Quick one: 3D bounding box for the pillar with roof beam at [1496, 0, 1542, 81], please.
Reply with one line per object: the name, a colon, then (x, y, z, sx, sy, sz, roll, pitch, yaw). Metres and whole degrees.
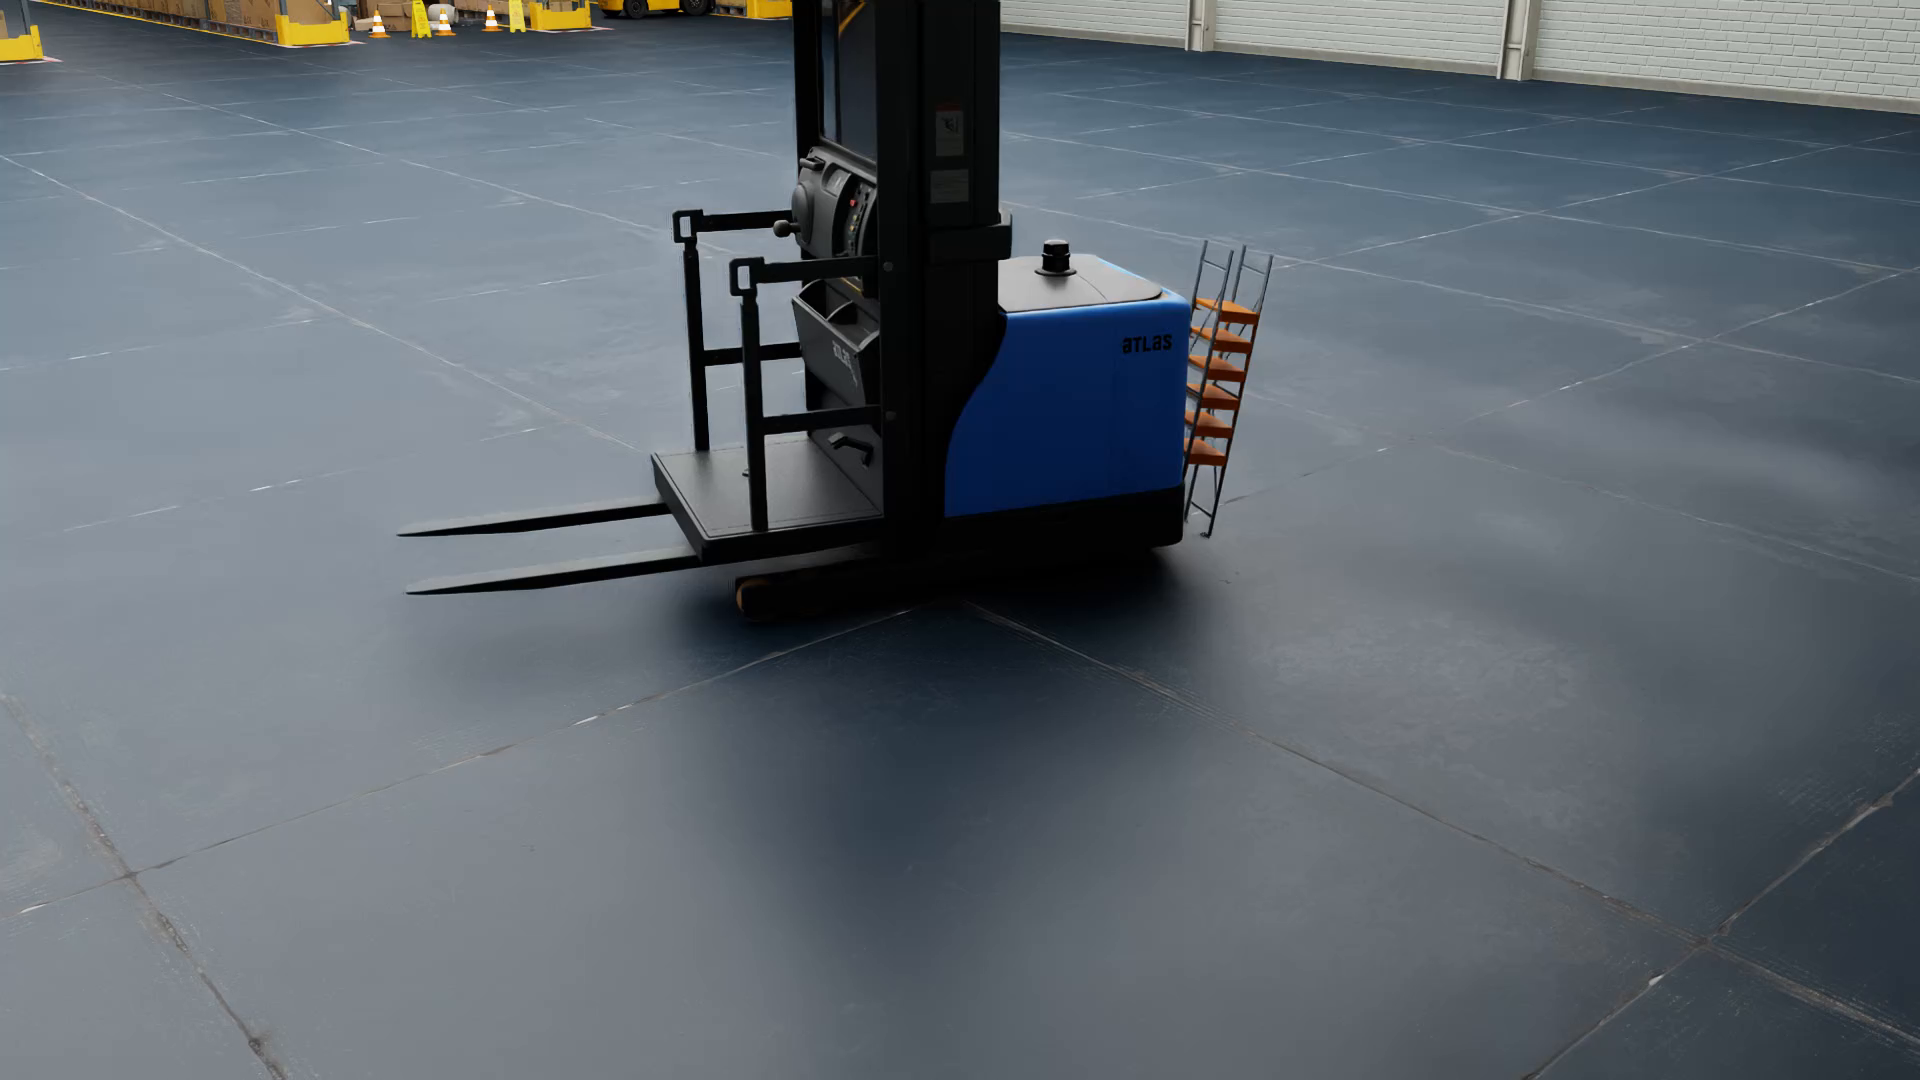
pillar with roof beam: (4.712, -9.798, 19.660, 9.100, 9.000, 0.400, -17, 27, -37)

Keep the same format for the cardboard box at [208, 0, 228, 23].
cardboard box: (-13.700, -10.327, 31.575, 0.875, 0.875, 0.875, -17, 27, -37)

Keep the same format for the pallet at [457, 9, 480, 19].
pallet: (-9.908, -11.042, 34.887, 1.003, 0.211, 1.213, -17, 27, -37)

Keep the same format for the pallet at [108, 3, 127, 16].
pallet: (-17.970, -11.671, 36.493, 1.003, 0.211, 1.213, -17, 27, -37)

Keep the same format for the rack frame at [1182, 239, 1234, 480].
rack frame: (0.942, -0.622, 6.862, 0.006, 1.200, 0.240, 3, 19, -22)

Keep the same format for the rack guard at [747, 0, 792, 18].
rack guard: (-3.989, -11.425, 35.467, 1.175, 0.500, 0.348, -17, 27, -37)

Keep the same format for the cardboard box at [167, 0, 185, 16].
cardboard box: (-15.158, -10.877, 33.150, 1.050, 0.750, 0.750, -17, 27, -37)

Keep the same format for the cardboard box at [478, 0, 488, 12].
cardboard box: (-9.488, -10.915, 33.933, 0.500, 0.250, 0.500, -18, 28, -38)

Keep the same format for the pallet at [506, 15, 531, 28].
pallet: (-8.316, -10.368, 33.166, 1.003, 0.211, 1.213, -17, 27, -37)

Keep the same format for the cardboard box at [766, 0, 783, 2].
cardboard box: (-4.177, -11.693, 35.919, 0.500, 0.250, 0.500, -17, 27, -37)

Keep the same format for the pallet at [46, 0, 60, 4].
pallet: (-21.337, -13.074, 40.076, 1.003, 0.211, 1.213, -17, 27, -37)

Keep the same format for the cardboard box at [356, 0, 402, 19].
cardboard box: (-11.444, -10.452, 32.794, 0.797, 0.637, 0.503, -17, 27, -37)

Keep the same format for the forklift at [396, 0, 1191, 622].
forklift: (-0.660, -1.275, 6.221, 3.031, 2.935, 1.130, -8, 23, -19)

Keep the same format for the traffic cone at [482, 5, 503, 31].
traffic cone: (-9.020, -10.043, 31.991, 0.336, 0.463, 0.334, -17, 27, -37)

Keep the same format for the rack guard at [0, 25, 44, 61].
rack guard: (-15.320, -7.910, 26.495, 1.175, 0.500, 0.348, -17, 27, -37)

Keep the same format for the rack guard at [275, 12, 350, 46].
rack guard: (-11.431, -9.036, 29.368, 1.175, 0.500, 0.348, -17, 27, -37)

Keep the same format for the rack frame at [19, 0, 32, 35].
rack frame: (-15.270, -9.053, 25.986, 1.000, 3.000, 0.127, -17, 27, -37)

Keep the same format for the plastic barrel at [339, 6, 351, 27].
plastic barrel: (-12.155, -10.163, 32.353, 0.512, 0.421, 0.421, 0, 21, -1)

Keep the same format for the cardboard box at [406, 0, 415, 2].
cardboard box: (-11.645, -12.023, 36.596, 0.950, 0.372, 0.625, -16, 27, -36)

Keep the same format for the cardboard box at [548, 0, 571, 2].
cardboard box: (-8.095, -10.972, 33.051, 0.500, 0.500, 0.500, -19, 28, -39)

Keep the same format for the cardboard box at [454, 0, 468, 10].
cardboard box: (-10.193, -11.206, 34.675, 0.500, 0.250, 0.500, -19, 28, -40)

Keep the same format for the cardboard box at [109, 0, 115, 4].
cardboard box: (-18.299, -11.999, 36.357, 0.500, 0.500, 0.500, -17, 27, -37)

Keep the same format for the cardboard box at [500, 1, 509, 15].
cardboard box: (-8.826, -10.632, 33.211, 0.500, 0.250, 0.500, -17, 27, -37)

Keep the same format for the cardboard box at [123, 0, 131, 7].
cardboard box: (-17.632, -11.712, 35.625, 0.500, 0.500, 0.500, -16, 27, -35)

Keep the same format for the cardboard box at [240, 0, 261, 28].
cardboard box: (-12.515, -9.827, 30.298, 0.875, 0.875, 0.875, -18, 28, -38)

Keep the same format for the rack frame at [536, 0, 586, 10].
rack frame: (-7.762, -11.413, 32.009, 1.000, 3.000, 0.127, -17, 27, -37)

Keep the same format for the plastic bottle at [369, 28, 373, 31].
plastic bottle: (-11.233, -9.788, 31.890, 0.283, 0.061, 0.133, 12, 24, 27)

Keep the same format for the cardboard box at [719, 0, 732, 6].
cardboard box: (-4.868, -11.705, 35.949, 0.500, 0.250, 0.500, -17, 27, -37)

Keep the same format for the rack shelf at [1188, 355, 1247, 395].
rack shelf: (1.039, -0.689, 6.873, 0.180, 0.103, 0.258, 3, 19, -22)

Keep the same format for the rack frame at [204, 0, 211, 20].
rack frame: (-14.057, -11.311, 31.751, 1.000, 3.000, 0.127, -17, 27, -37)

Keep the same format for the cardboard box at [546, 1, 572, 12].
cardboard box: (-8.079, -10.616, 33.171, 0.500, 0.250, 0.500, -18, 28, -38)

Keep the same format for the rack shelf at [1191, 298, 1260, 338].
rack shelf: (1.078, -0.914, 6.800, 0.180, 0.103, 0.258, 3, 19, -22)

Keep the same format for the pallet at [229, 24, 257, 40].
pallet: (-12.820, -9.447, 30.814, 1.003, 0.211, 1.213, -17, 27, -37)

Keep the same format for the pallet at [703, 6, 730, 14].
pallet: (-5.328, -11.835, 36.911, 1.003, 0.211, 1.213, -17, 27, -37)

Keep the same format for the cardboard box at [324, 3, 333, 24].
cardboard box: (-12.267, -9.964, 31.735, 0.500, 0.500, 0.500, -12, 25, -28)

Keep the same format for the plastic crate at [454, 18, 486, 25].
plastic crate: (-9.970, -10.529, 33.757, 0.583, 0.080, 0.402, 12, 24, 27)

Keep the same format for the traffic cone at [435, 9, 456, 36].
traffic cone: (-9.639, -9.685, 31.076, 0.336, 0.463, 0.334, -17, 27, -37)

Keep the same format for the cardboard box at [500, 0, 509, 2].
cardboard box: (-8.826, -10.980, 33.070, 0.500, 0.500, 0.500, -16, 27, -36)

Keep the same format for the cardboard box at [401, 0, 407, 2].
cardboard box: (-11.702, -11.274, 34.045, 0.500, 0.500, 0.500, -17, 27, -37)

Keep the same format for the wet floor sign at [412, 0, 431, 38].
wet floor sign: (-9.928, -9.573, 30.541, 0.232, 0.644, 0.267, 17, 27, 36)

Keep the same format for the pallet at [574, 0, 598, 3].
pallet: (-8.719, -13.270, 40.576, 1.003, 0.211, 1.213, -17, 27, -37)

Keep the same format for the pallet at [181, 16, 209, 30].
pallet: (-14.618, -10.208, 32.758, 1.003, 0.211, 1.213, -17, 27, -37)

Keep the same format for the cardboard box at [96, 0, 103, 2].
cardboard box: (-18.998, -12.286, 37.091, 0.500, 0.500, 0.500, -16, 27, -35)

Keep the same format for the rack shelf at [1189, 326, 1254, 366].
rack shelf: (1.059, -0.802, 6.836, 0.180, 0.103, 0.258, 3, 19, -22)

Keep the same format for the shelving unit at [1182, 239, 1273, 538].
shelving unit: (1.026, -0.618, 6.896, 0.189, 1.200, 0.258, 3, 19, -22)

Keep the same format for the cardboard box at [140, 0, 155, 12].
cardboard box: (-16.339, -11.375, 34.422, 1.050, 0.750, 0.750, -18, 28, -38)

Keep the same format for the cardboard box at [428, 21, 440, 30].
cardboard box: (-10.148, -9.966, 32.225, 0.380, 0.149, 0.250, -4, 22, -10)

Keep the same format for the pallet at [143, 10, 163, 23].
pallet: (-16.211, -10.882, 34.479, 1.003, 0.211, 1.213, -17, 27, -37)

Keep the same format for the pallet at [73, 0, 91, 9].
pallet: (-19.745, -12.400, 38.355, 1.003, 0.211, 1.213, -17, 27, -37)

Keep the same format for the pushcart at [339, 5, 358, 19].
pushcart: (-12.068, -10.740, 33.888, 0.936, 0.377, 1.648, 12, 24, 27)
